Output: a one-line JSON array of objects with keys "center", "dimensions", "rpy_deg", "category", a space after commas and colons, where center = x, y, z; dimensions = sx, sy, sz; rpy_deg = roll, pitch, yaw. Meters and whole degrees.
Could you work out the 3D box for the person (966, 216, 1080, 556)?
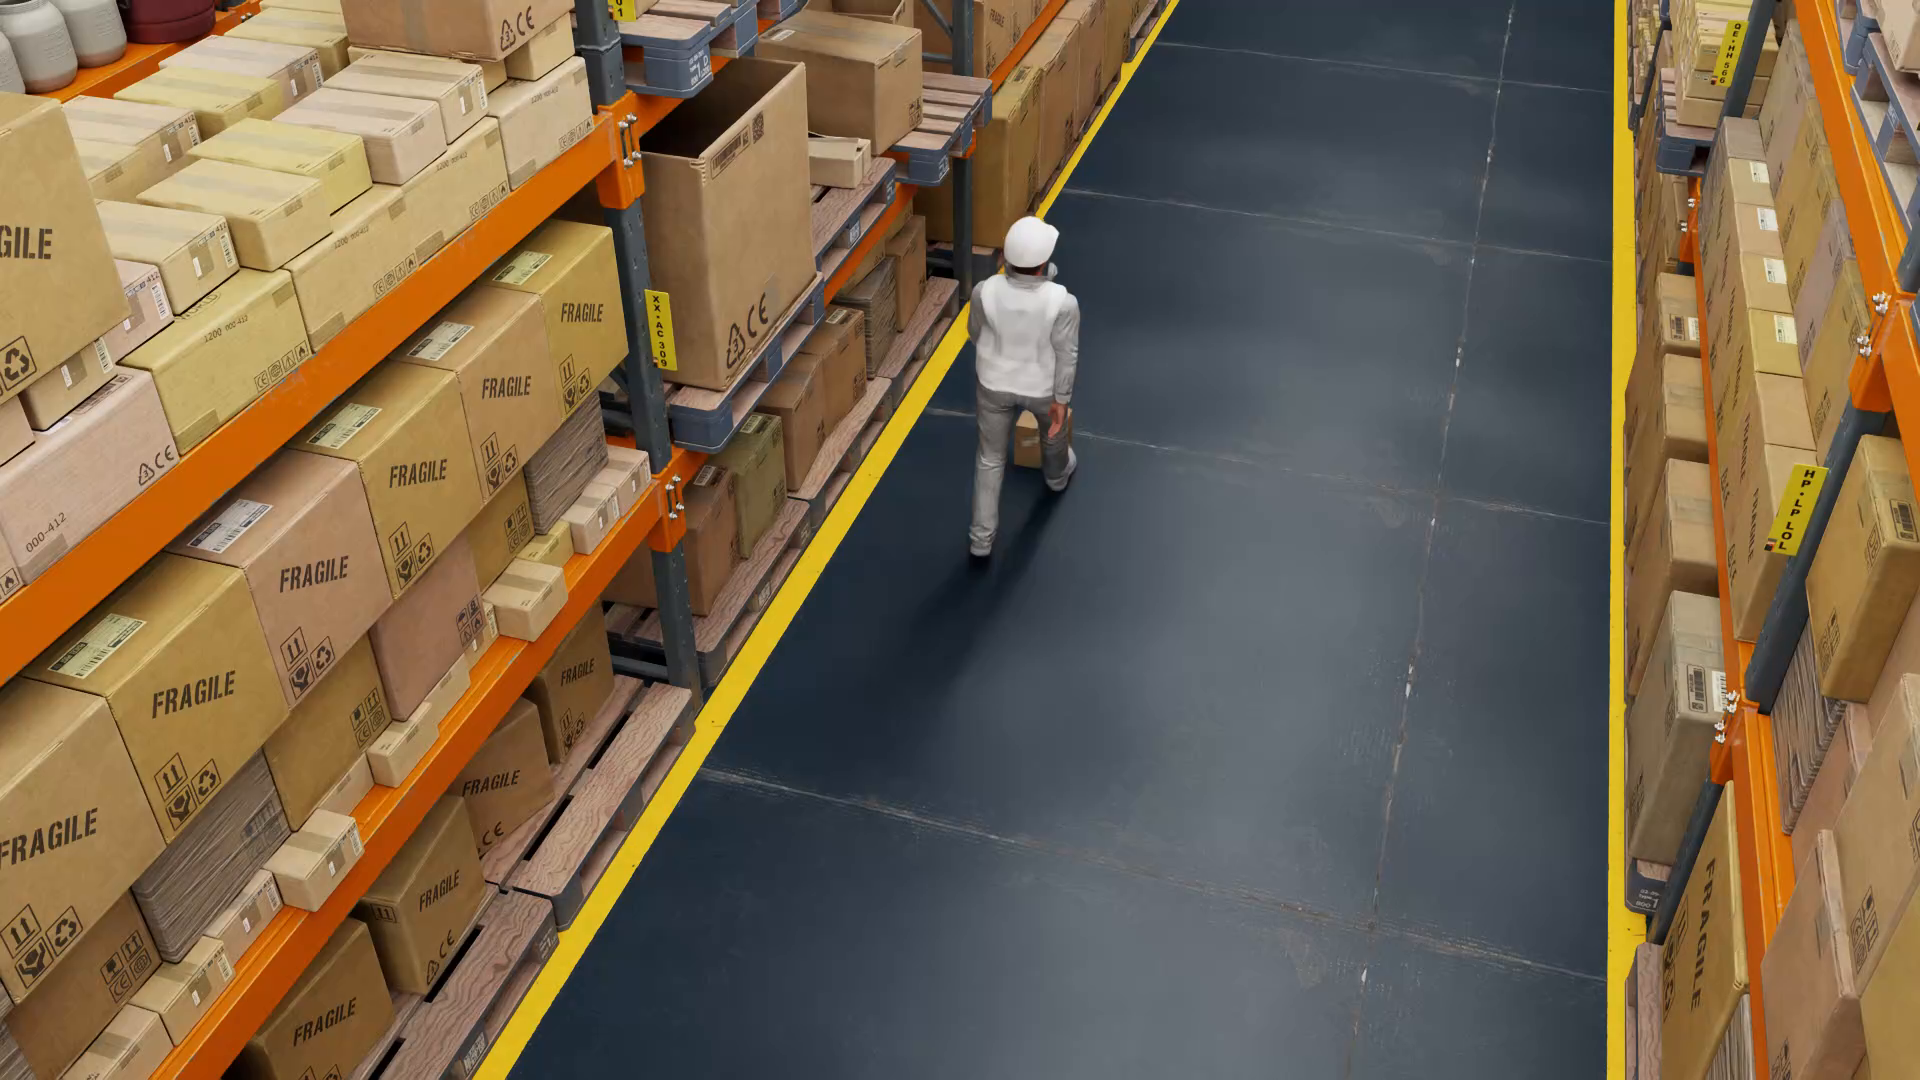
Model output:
[{"center": [0.302, -0.824, 7.992], "dimensions": [0.538, 1.721, 1.005], "rpy_deg": [4, 37, 6], "category": "person"}]
